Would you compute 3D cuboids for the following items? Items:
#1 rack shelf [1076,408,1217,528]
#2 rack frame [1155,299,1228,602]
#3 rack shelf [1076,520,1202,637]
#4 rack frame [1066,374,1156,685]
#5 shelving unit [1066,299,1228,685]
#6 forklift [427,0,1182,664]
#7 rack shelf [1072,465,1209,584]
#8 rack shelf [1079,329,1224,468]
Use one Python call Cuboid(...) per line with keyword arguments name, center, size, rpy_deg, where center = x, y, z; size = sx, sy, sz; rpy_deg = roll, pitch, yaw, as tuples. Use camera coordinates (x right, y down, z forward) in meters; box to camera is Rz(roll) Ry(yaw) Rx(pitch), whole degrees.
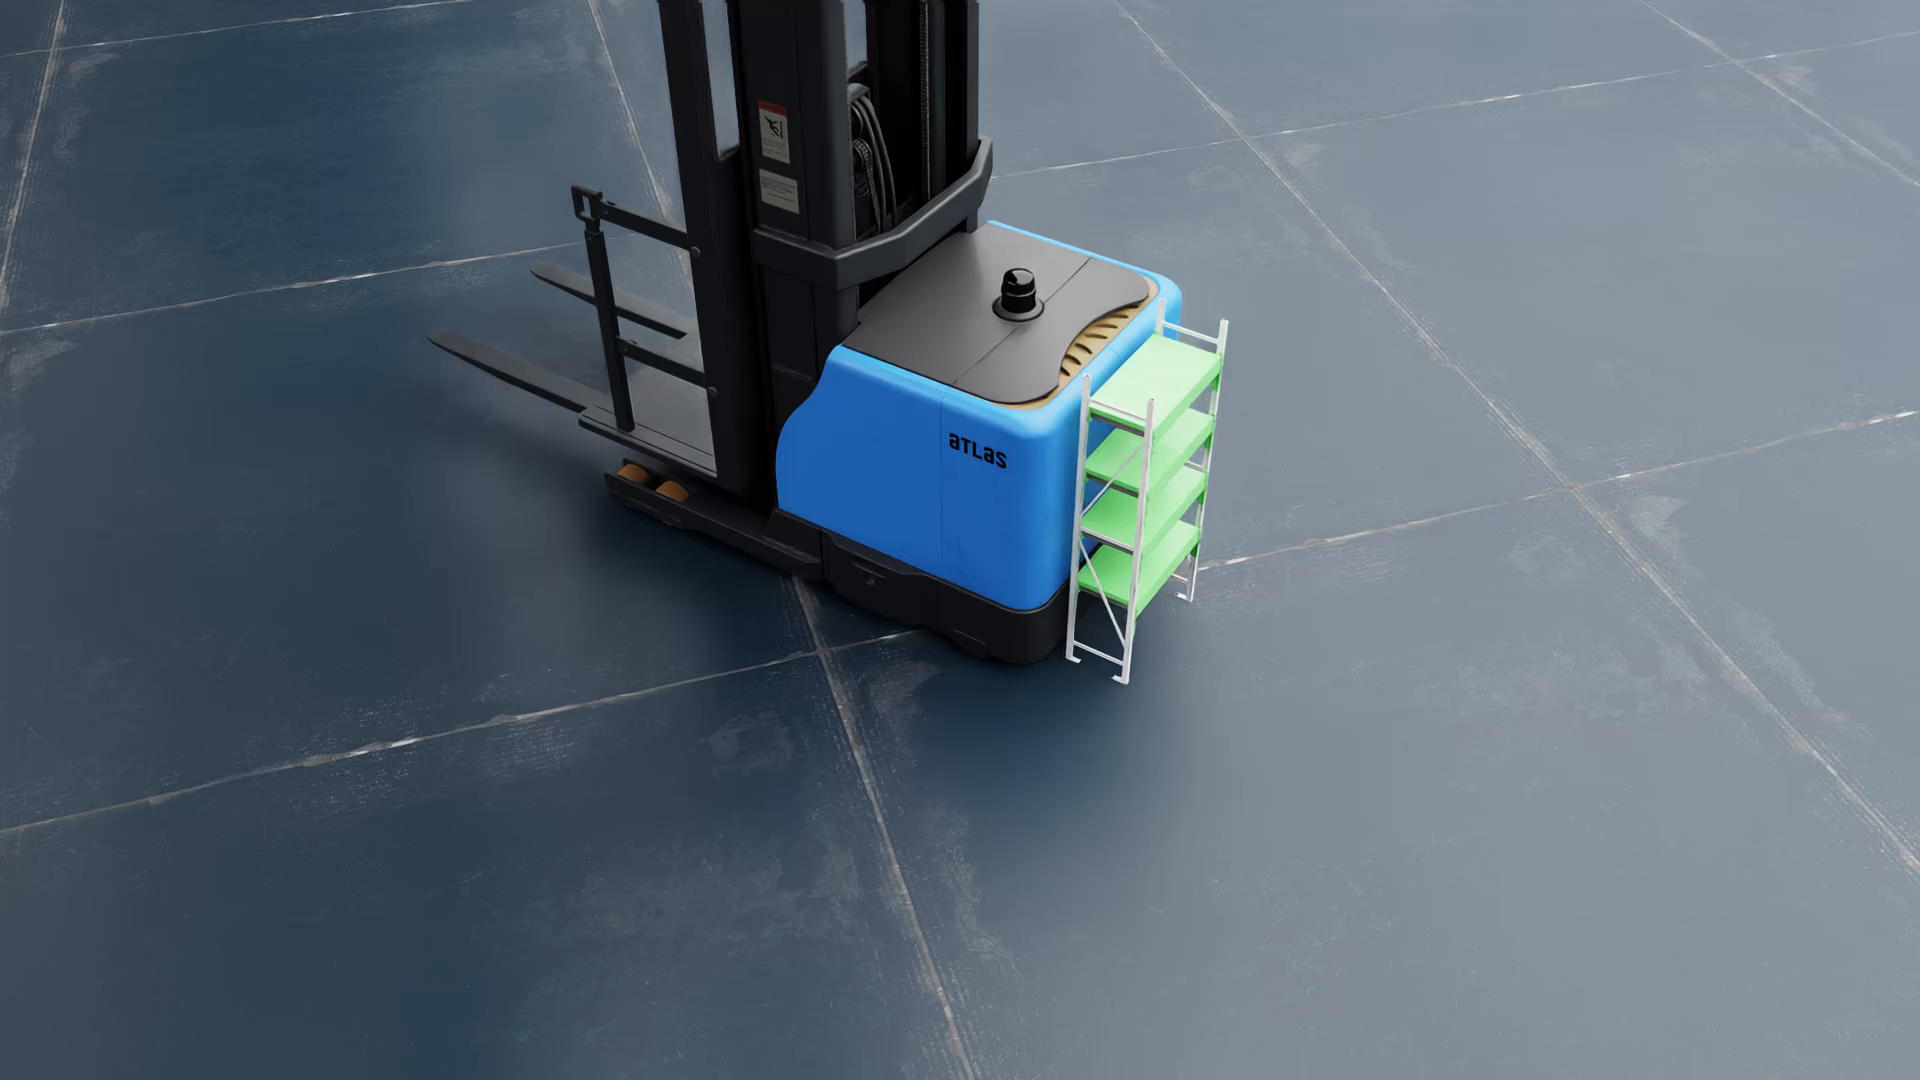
Cuboid(name="rack shelf", center=(0.604, -0.270, 5.379), size=(0.258, 0.148, 0.480), rpy_deg=(23, 46, 24))
Cuboid(name="rack frame", center=(0.735, -0.273, 5.650), size=(0.240, 1.200, 0.015), rpy_deg=(23, 46, 24))
Cuboid(name="rack shelf", center=(0.604, 0.091, 5.696), size=(0.258, 0.148, 0.480), rpy_deg=(23, 46, 24))
Cuboid(name="rack frame", center=(0.473, -0.003, 5.341), size=(0.240, 1.200, 0.015), rpy_deg=(23, 46, 24))
Cuboid(name="shelving unit", center=(0.604, -0.138, 5.495), size=(0.258, 1.200, 0.503), rpy_deg=(23, 46, 24))
Cuboid(name="forklift", center=(-0.750, -1.428, 5.656), size=(3.031, 2.935, 1.130), rpy_deg=(23, 46, 24))
Cuboid(name="rack shelf", center=(0.604, -0.090, 5.538), size=(0.258, 0.148, 0.480), rpy_deg=(23, 46, 24))
Cuboid(name="rack shelf", center=(0.605, -0.451, 5.221), size=(0.258, 0.148, 0.480), rpy_deg=(23, 46, 24))
